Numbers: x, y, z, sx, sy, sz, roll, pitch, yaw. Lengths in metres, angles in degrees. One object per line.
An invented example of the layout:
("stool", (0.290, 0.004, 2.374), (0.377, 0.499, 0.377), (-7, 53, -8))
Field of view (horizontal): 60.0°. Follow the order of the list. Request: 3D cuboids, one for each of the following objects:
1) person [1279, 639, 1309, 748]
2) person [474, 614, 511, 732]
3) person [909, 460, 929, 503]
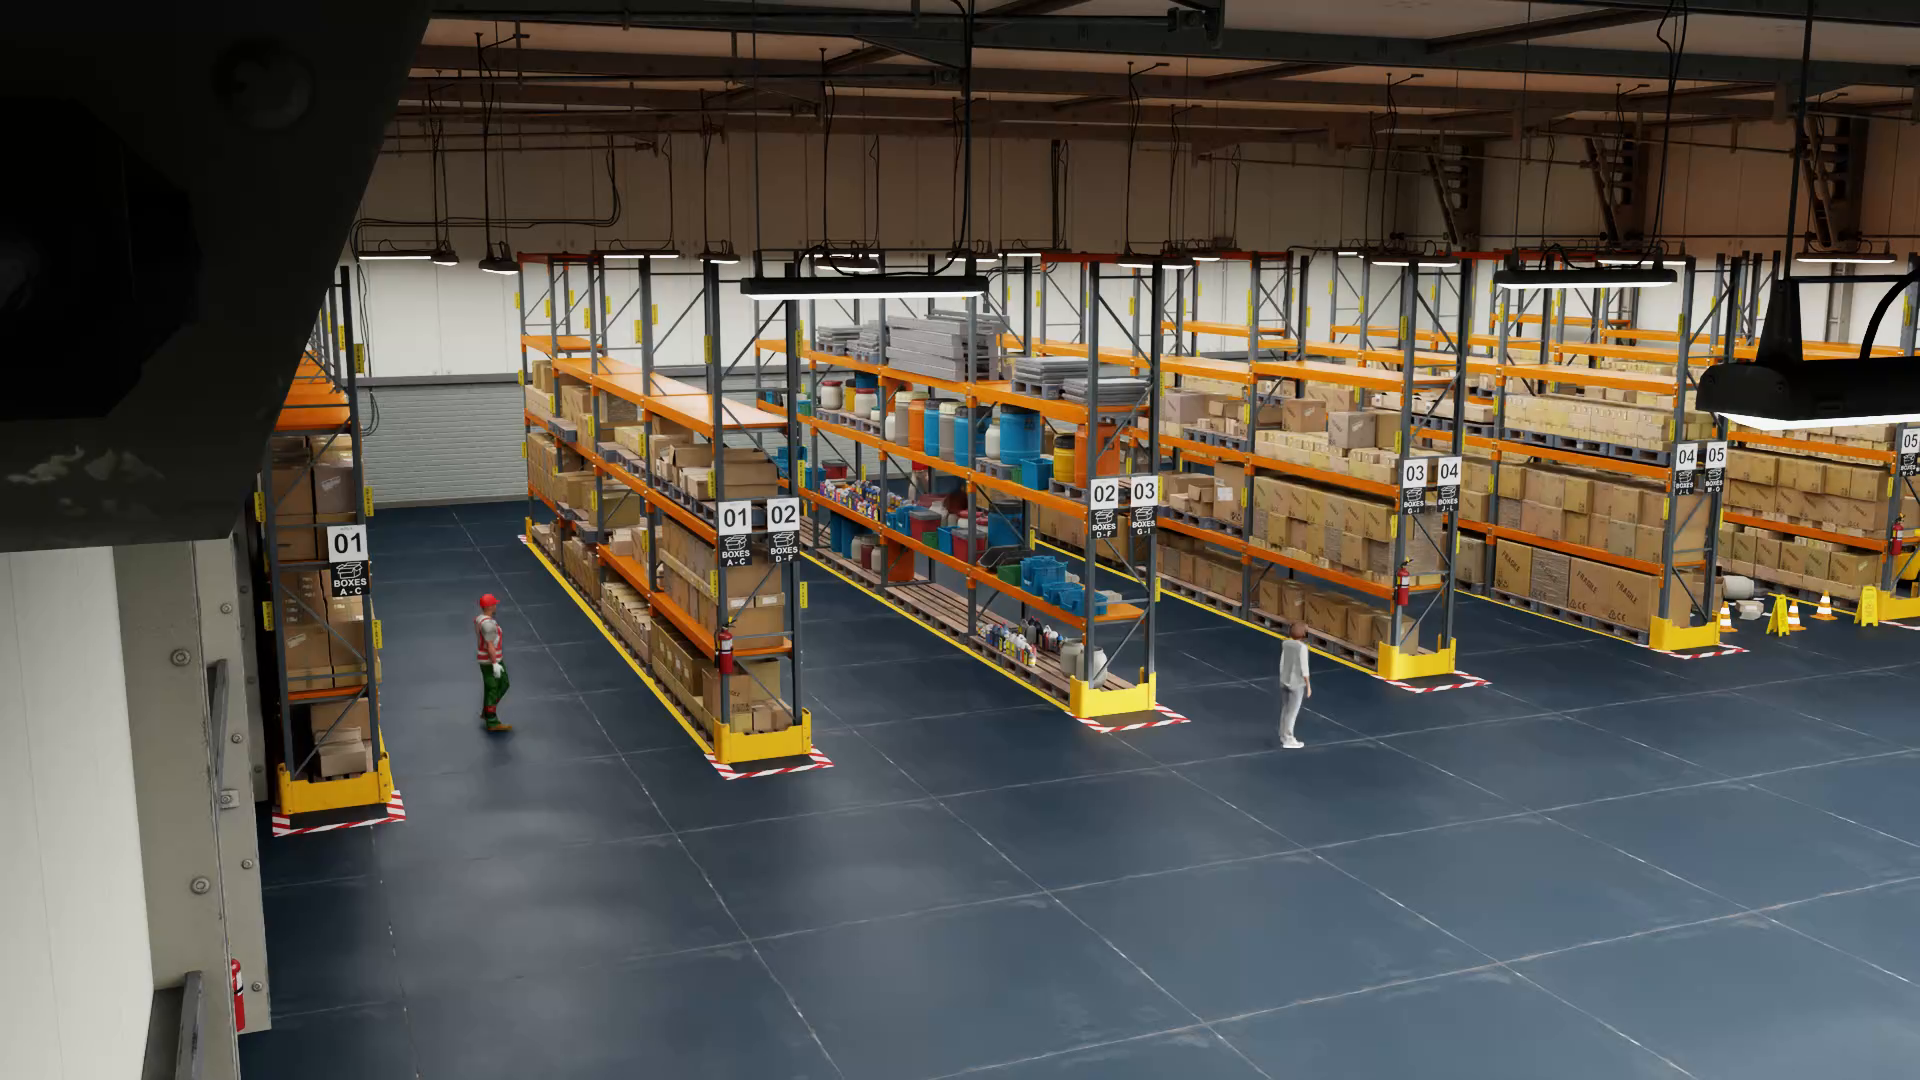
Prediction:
("person", (4.172, 1.918, 20.823), (0.415, 1.397, 0.403), (-6, 12, -32))
("person", (-6.048, 1.698, 21.514), (0.423, 1.551, 0.599), (-2, 10, -9))
("person", (-0.907, -1.511, 38.574), (0.597, 1.689, 1.018), (7, 12, 32))
